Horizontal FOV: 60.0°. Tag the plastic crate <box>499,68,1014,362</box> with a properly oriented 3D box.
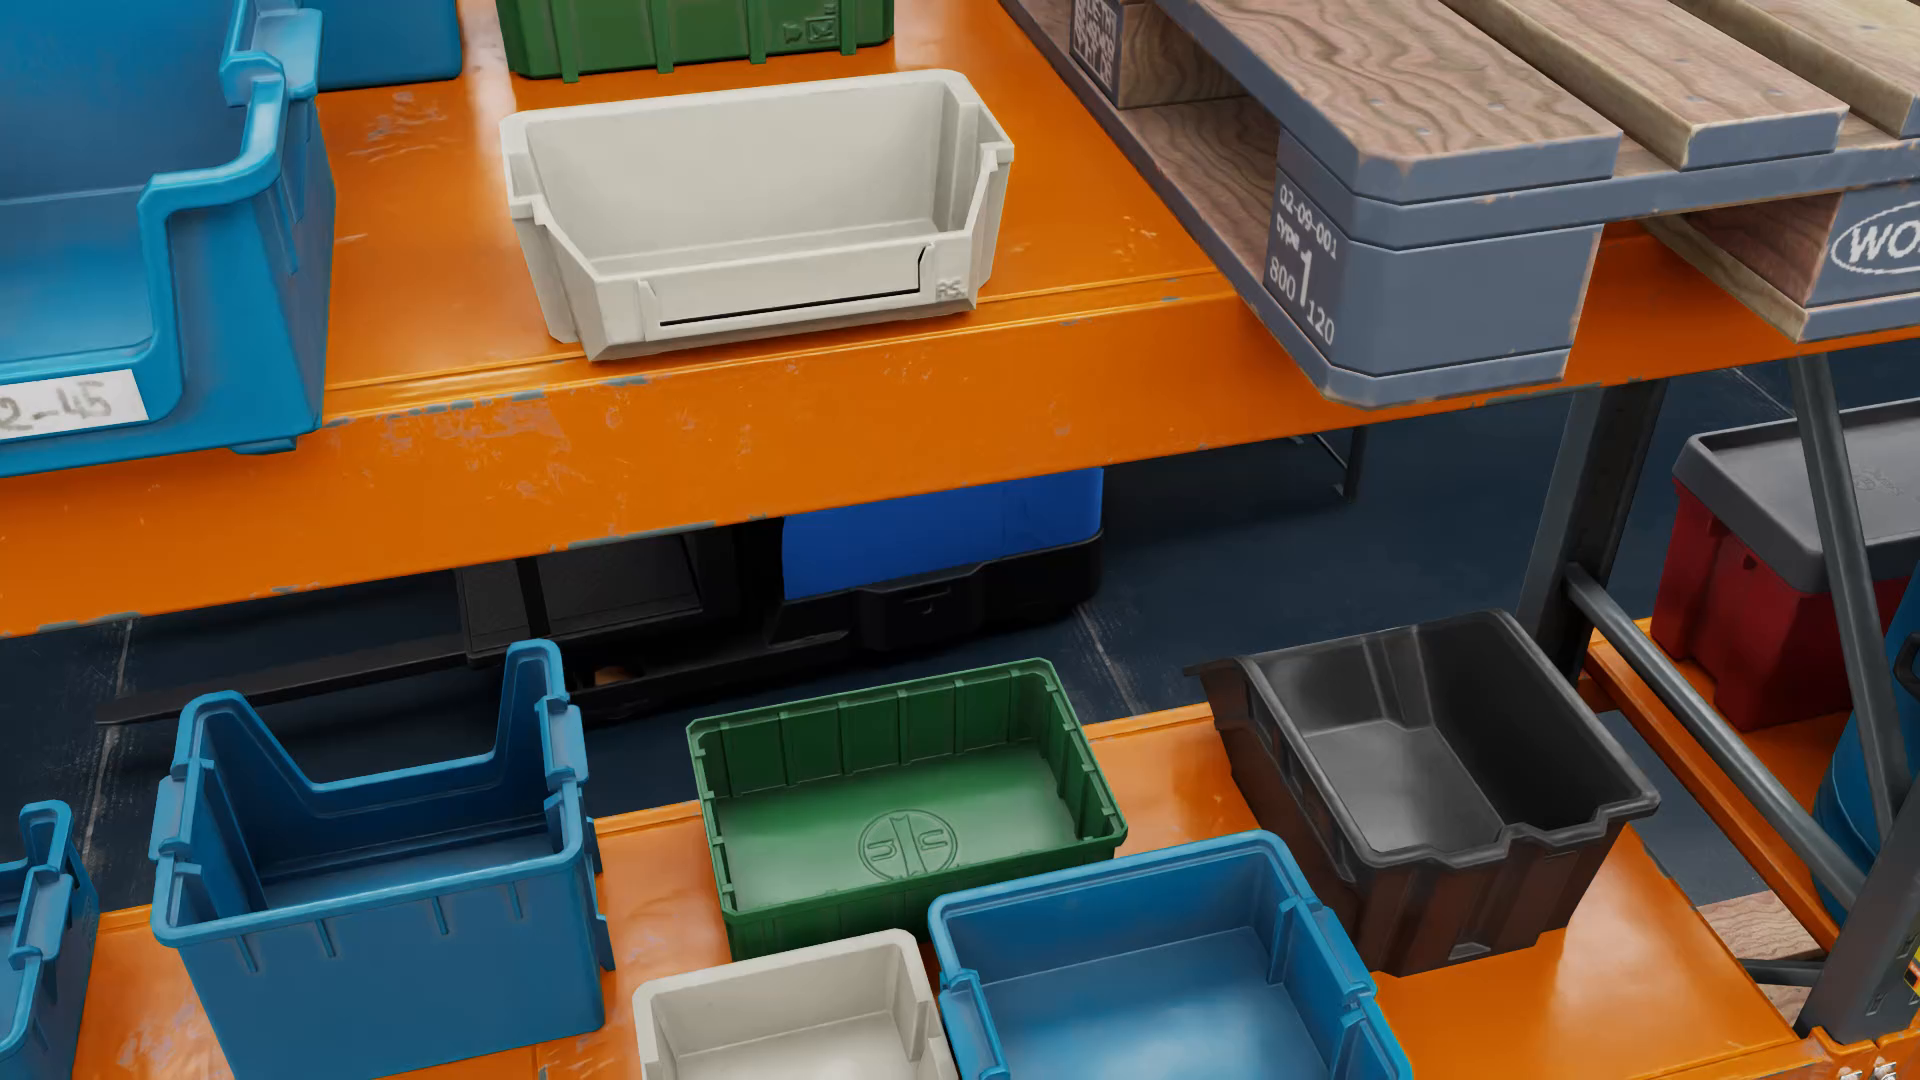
[{"bbox_3d":[-0.161,-0.260,1.369,0.396,0.136,0.243,-9,38,-12],"label":"plastic crate"}]

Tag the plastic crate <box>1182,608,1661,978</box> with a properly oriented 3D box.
[{"bbox_3d":[0.745,0.368,2.851,0.504,0.338,0.767,-9,38,-12],"label":"plastic crate"}]

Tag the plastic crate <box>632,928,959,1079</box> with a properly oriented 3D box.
[{"bbox_3d":[-0.218,0.846,2.393,0.437,0.136,0.530,-9,38,-12],"label":"plastic crate"}]

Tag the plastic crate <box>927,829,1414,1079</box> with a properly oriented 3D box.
[{"bbox_3d":[0.286,0.729,2.451,0.616,0.251,0.499,-9,38,-12],"label":"plastic crate"}]

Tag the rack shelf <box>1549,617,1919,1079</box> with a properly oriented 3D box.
[{"bbox_3d":[3.214,0.304,3.476,4.000,0.370,1.077,-9,38,-12],"label":"rack shelf"}]

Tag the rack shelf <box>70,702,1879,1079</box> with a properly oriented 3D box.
[{"bbox_3d":[-0.648,0.938,2.647,4.000,0.370,1.077,-9,38,-12],"label":"rack shelf"}]

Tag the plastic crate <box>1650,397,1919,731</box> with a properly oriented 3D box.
[{"bbox_3d":[1.671,0.054,3.158,0.583,0.464,0.402,-9,38,-12],"label":"plastic crate"}]

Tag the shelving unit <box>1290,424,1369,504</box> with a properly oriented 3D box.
[{"bbox_3d":[0.833,-0.774,5.528,1.048,1.500,0.538,-11,39,-14],"label":"shelving unit"}]

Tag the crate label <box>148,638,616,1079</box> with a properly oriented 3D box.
[{"bbox_3d":[-0.872,0.505,2.592,0.616,0.435,0.502,-9,38,-12],"label":"crate label"}]

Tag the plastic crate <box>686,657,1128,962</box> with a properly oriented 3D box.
[{"bbox_3d":[-0.101,0.469,2.843,0.662,0.188,0.450,-9,38,-12],"label":"plastic crate"}]

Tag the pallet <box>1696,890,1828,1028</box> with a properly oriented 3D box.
[{"bbox_3d":[2.031,1.296,3.882,1.213,0.211,1.003,-9,38,-12],"label":"pallet"}]

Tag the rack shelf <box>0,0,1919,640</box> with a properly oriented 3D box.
[{"bbox_3d":[-0.648,-0.254,1.736,4.000,0.370,1.077,-9,38,-12],"label":"rack shelf"}]

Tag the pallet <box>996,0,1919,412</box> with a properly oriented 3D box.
[{"bbox_3d":[0.612,-0.609,1.765,1.003,0.211,1.213,-9,38,-12],"label":"pallet"}]

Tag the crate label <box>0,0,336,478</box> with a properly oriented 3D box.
[{"bbox_3d":[-0.685,-0.266,1.283,0.408,0.251,0.502,-9,38,-12],"label":"crate label"}]

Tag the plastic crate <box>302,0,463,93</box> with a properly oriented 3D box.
[{"bbox_3d":[-0.816,-0.695,1.734,0.575,0.384,0.392,-9,38,-12],"label":"plastic crate"}]

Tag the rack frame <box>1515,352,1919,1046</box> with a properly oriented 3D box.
[{"bbox_3d":[1.283,0.335,2.843,0.127,3.000,1.000,-9,38,-12],"label":"rack frame"}]

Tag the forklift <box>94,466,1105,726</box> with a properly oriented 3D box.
[{"bbox_3d":[-1.113,-0.944,4.572,3.031,2.935,1.130,-11,39,-14],"label":"forklift"}]

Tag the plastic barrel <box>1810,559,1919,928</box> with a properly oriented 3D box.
[{"bbox_3d":[1.735,0.253,2.538,0.708,0.901,0.600,-9,38,-12],"label":"plastic barrel"}]

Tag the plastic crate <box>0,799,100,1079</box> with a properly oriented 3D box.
[{"bbox_3d":[-1.545,0.674,2.523,0.408,0.251,0.499,-9,38,-12],"label":"plastic crate"}]

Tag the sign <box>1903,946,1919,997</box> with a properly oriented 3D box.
[{"bbox_3d":[1.416,0.550,2.335,0.005,0.325,0.100,-9,38,-12],"label":"sign"}]

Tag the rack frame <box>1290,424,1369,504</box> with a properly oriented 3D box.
[{"bbox_3d":[1.316,-0.870,5.653,0.032,1.500,0.500,-11,39,-14],"label":"rack frame"}]

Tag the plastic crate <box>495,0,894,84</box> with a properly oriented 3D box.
[{"bbox_3d":[-0.311,-0.682,1.878,0.450,0.188,0.336,-9,38,-12],"label":"plastic crate"}]
